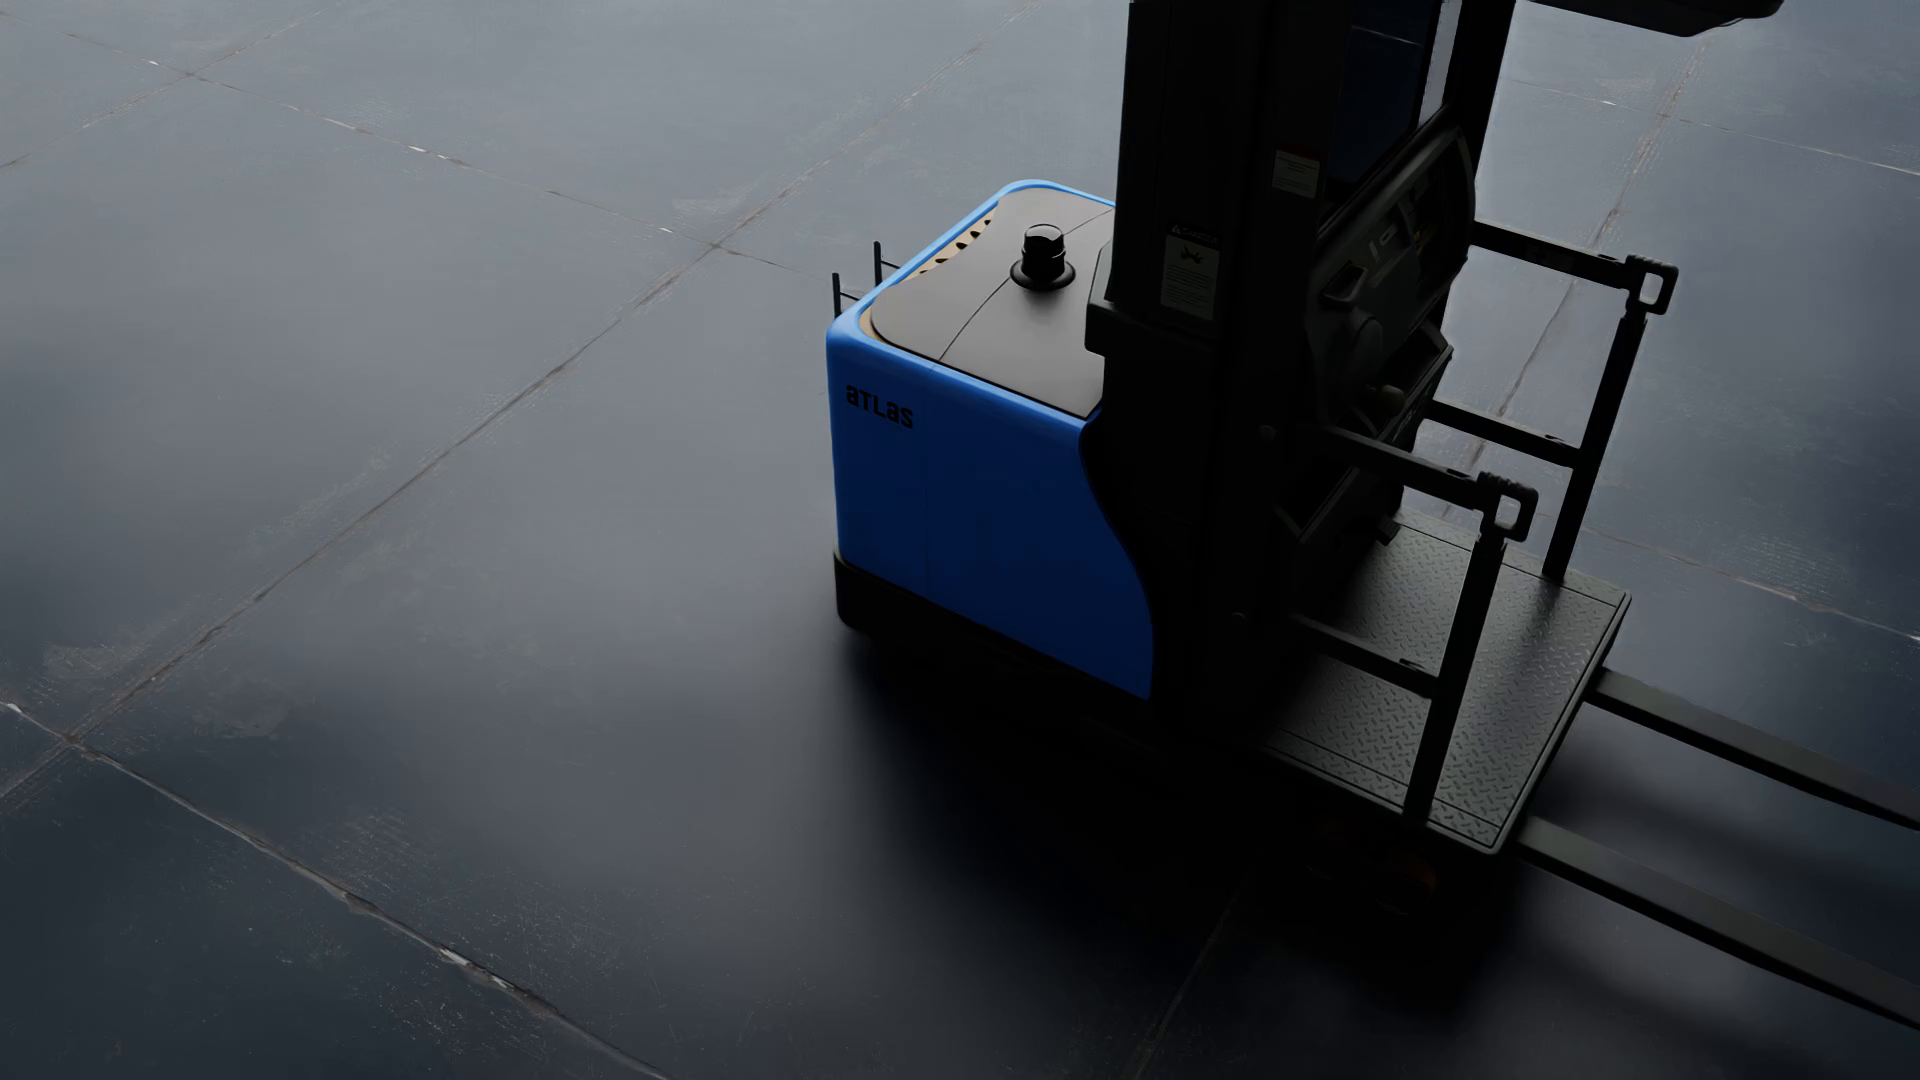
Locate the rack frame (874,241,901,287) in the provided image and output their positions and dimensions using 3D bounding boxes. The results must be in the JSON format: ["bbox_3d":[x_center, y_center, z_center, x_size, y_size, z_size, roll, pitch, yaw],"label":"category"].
[{"bbox_3d":[-0.151,-0.497,5.133,0.240,0.900,0.006,23,46,25],"label":"rack frame"}]

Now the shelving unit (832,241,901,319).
[{"bbox_3d":[-0.207,-0.441,5.069,0.258,0.900,0.210,23,46,25],"label":"shelving unit"}]

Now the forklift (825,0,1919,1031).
[{"bbox_3d":[1.148,-0.564,3.672,3.031,2.935,1.130,24,47,24],"label":"forklift"}]

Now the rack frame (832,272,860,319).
[{"bbox_3d":[-0.263,-0.385,5.005,0.240,0.900,0.006,23,46,25],"label":"rack frame"}]
